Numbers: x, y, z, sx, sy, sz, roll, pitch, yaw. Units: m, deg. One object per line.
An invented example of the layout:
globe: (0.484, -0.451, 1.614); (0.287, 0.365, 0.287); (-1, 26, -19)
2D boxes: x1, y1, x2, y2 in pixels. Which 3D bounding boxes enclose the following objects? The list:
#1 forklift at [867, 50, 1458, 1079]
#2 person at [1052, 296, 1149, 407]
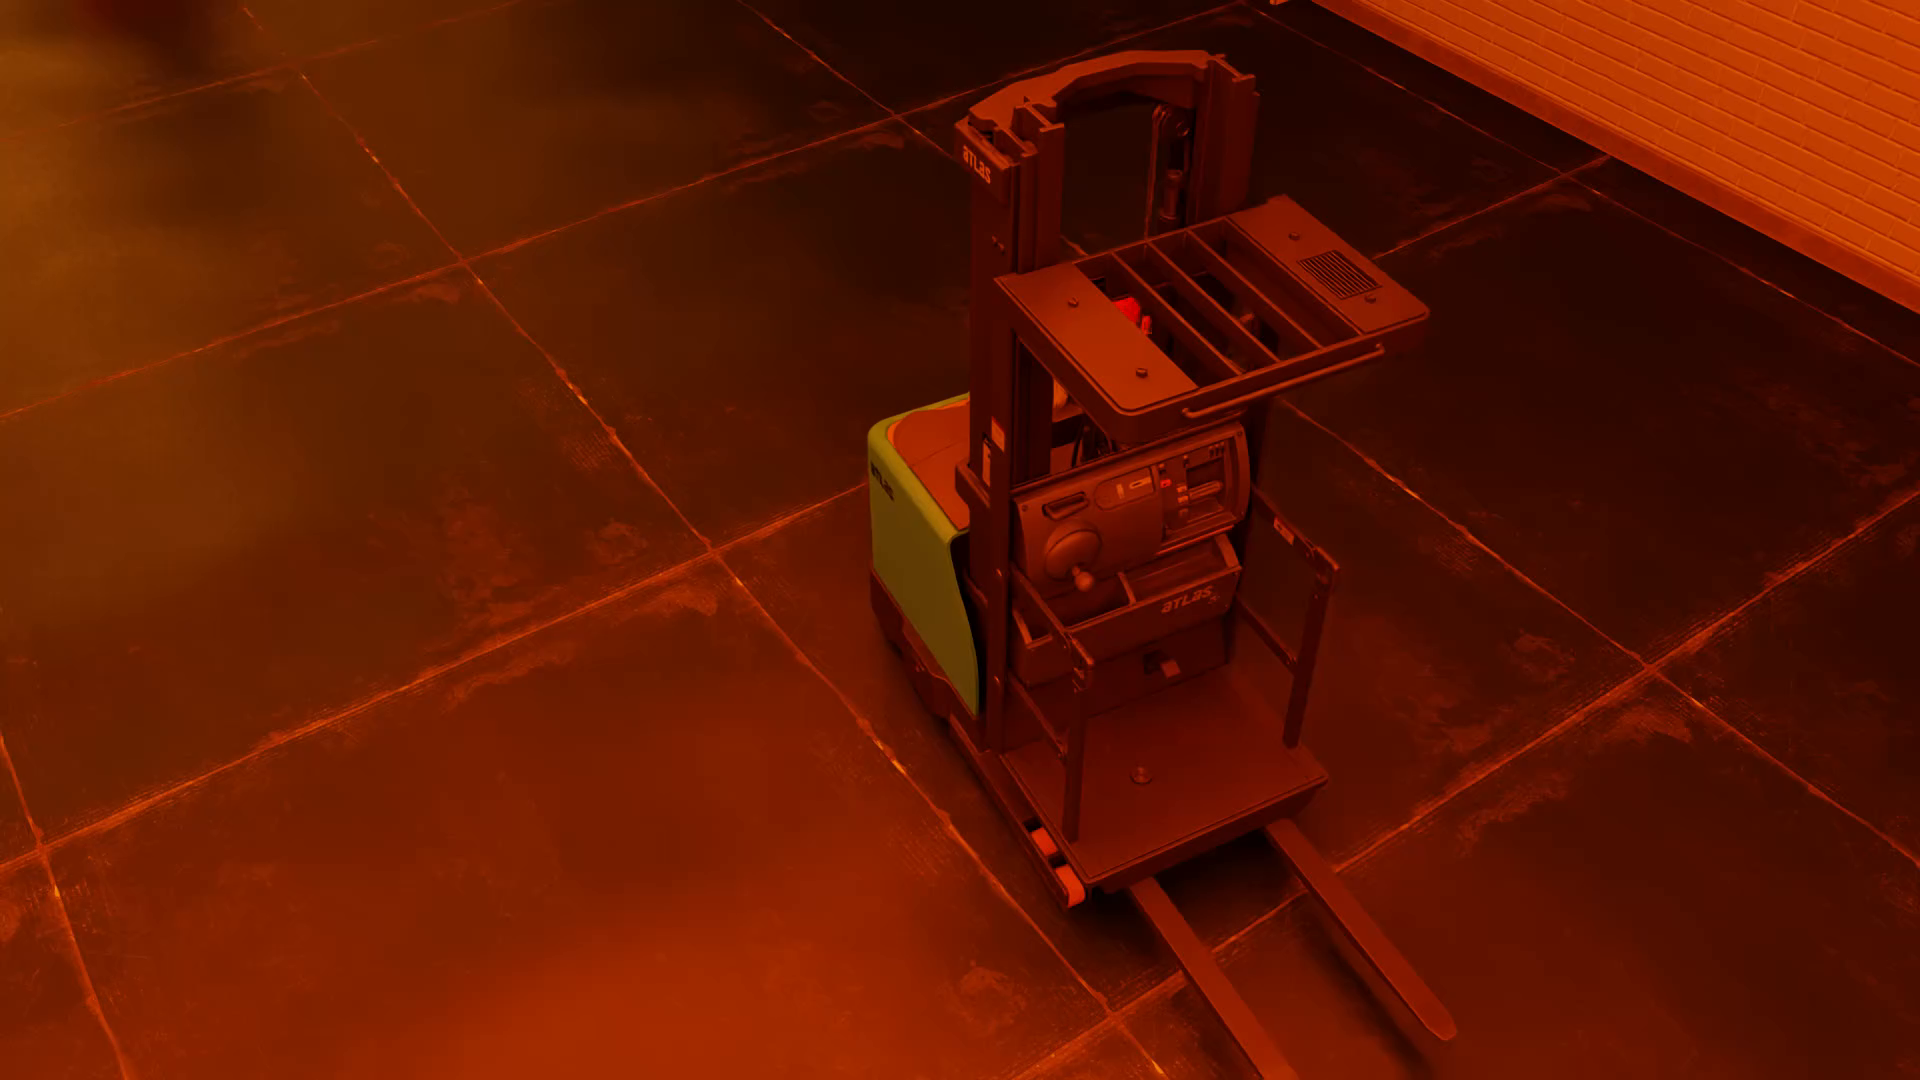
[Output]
forklift: (0.723, -0.026, 5.743); (1.130, 2.935, 3.031); (-19, 46, -20)
person: (0.687, -0.357, 7.055); (0.901, 1.661, 0.661); (-5, 43, -6)
